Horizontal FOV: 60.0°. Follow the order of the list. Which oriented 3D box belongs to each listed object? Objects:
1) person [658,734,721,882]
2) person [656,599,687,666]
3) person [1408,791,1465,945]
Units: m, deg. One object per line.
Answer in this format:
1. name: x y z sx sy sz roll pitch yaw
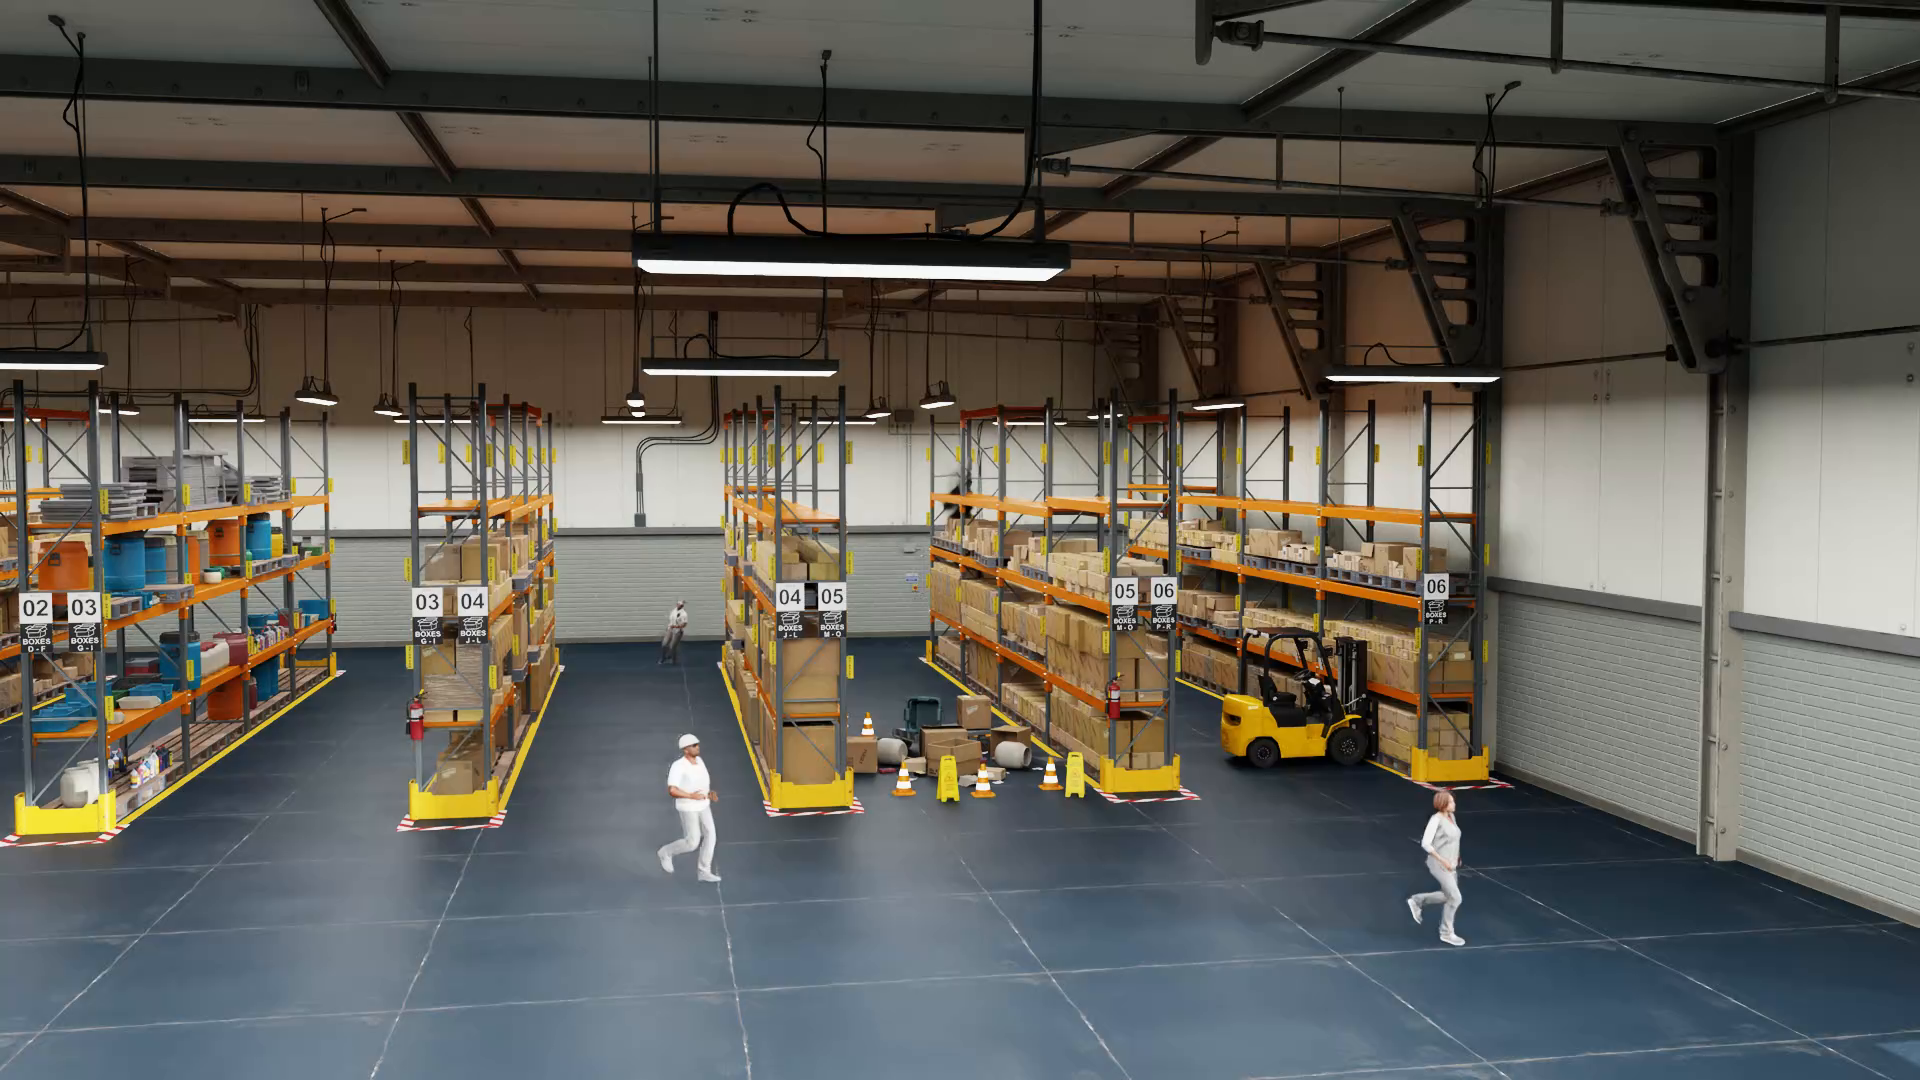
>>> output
1. person: -3.165 3.145 19.563 0.795 1.733 0.712 1 3 26
2. person: -6.843 2.205 39.718 0.802 1.651 0.580 1 3 23
3. person: 4.917 3.359 17.176 0.641 1.564 0.562 2 4 37
